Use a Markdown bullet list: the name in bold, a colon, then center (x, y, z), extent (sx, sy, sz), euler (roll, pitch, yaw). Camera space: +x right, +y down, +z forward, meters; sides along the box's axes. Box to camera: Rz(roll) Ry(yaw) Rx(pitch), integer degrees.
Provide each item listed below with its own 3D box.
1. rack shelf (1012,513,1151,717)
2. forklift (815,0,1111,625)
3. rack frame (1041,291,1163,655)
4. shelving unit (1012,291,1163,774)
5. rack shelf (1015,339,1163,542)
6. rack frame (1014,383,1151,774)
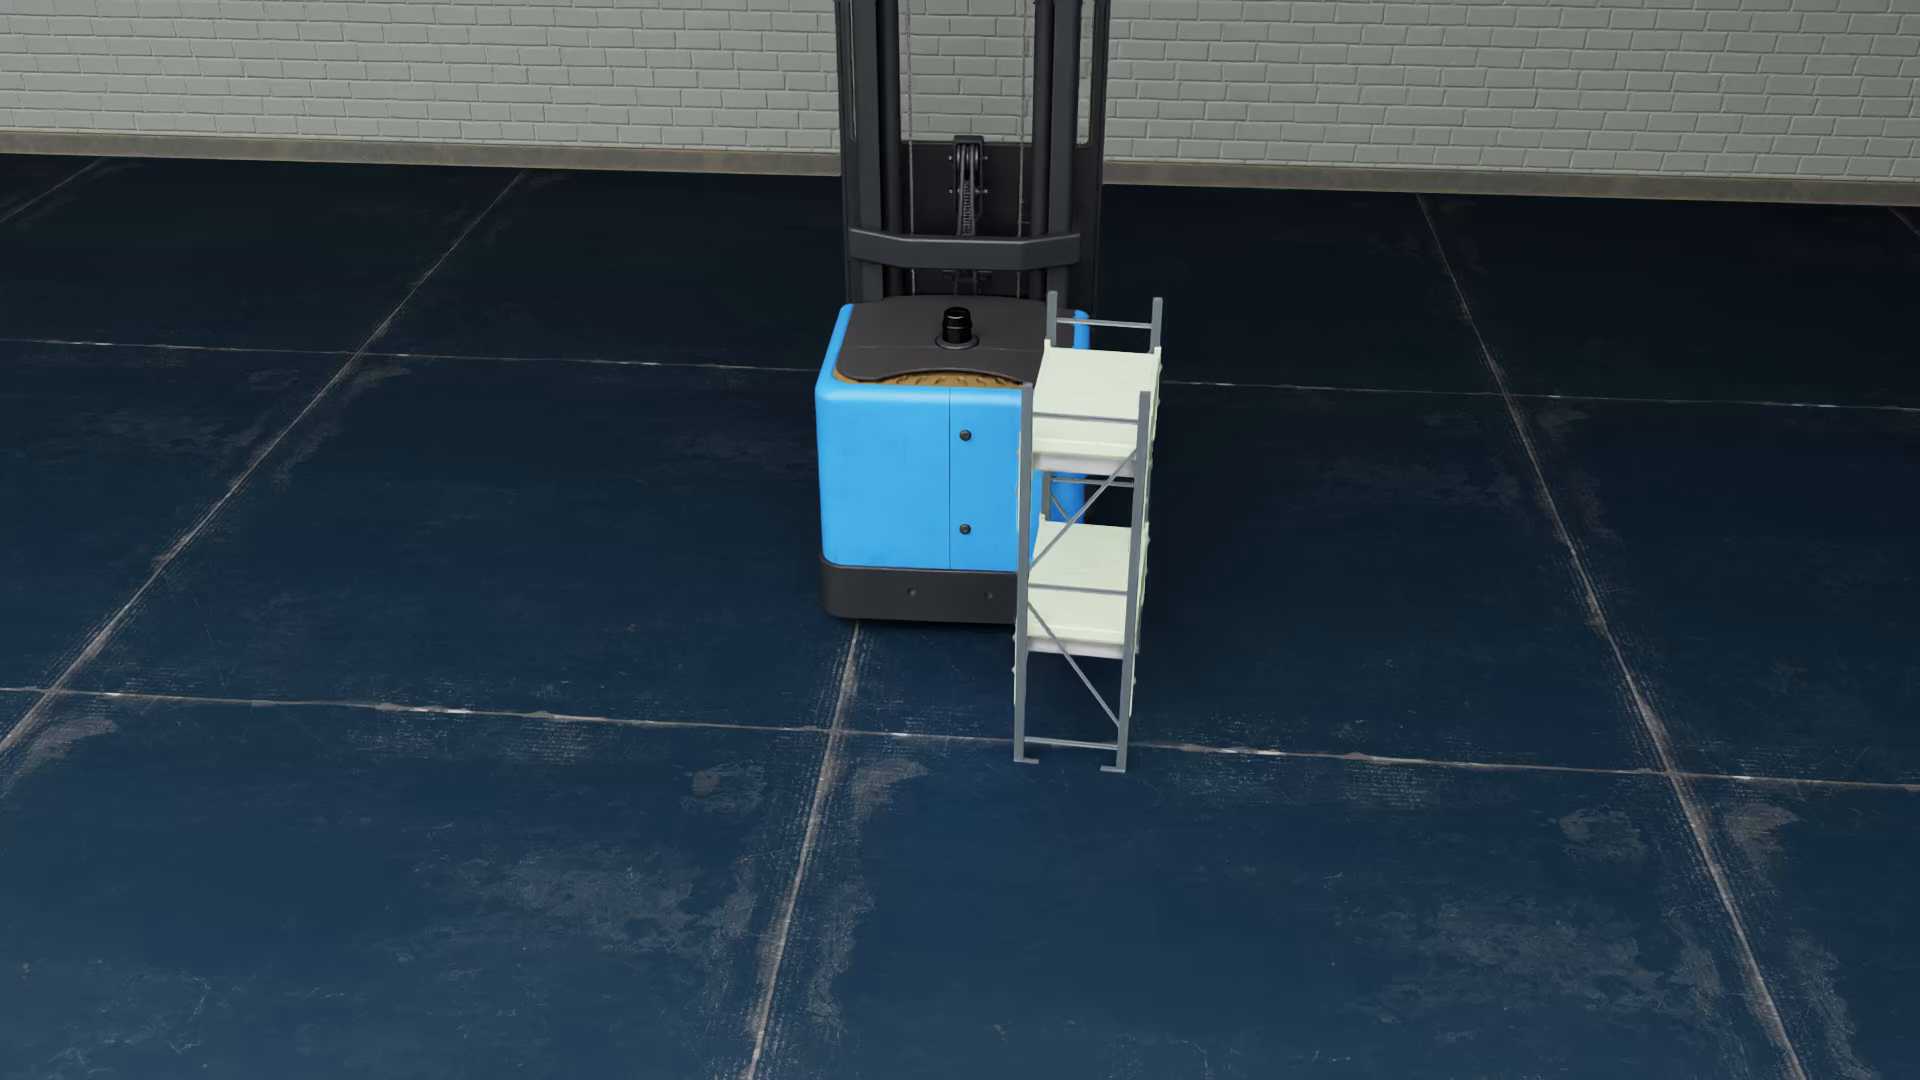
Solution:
- **rack shelf**: center (0.447, 0.257, 6.025), extent (0.431, 0.370, 0.720), euler (5, 32, 8)
- **forklift**: center (0.067, -1.654, 7.140), extent (1.130, 2.935, 3.031), euler (2, 32, 3)
- **rack frame**: center (0.504, -0.210, 6.162), extent (0.400, 1.500, 0.023), euler (5, 32, 8)
- **shelving unit**: center (0.447, -0.021, 5.854), extent (0.431, 1.500, 0.755), euler (5, 32, 8)
- **rack shelf**: center (0.447, -0.353, 5.649), extent (0.431, 0.370, 0.720), euler (5, 32, 8)
- **rack frame**: center (0.391, 0.169, 5.546), extent (0.400, 1.500, 0.023), euler (5, 32, 8)
